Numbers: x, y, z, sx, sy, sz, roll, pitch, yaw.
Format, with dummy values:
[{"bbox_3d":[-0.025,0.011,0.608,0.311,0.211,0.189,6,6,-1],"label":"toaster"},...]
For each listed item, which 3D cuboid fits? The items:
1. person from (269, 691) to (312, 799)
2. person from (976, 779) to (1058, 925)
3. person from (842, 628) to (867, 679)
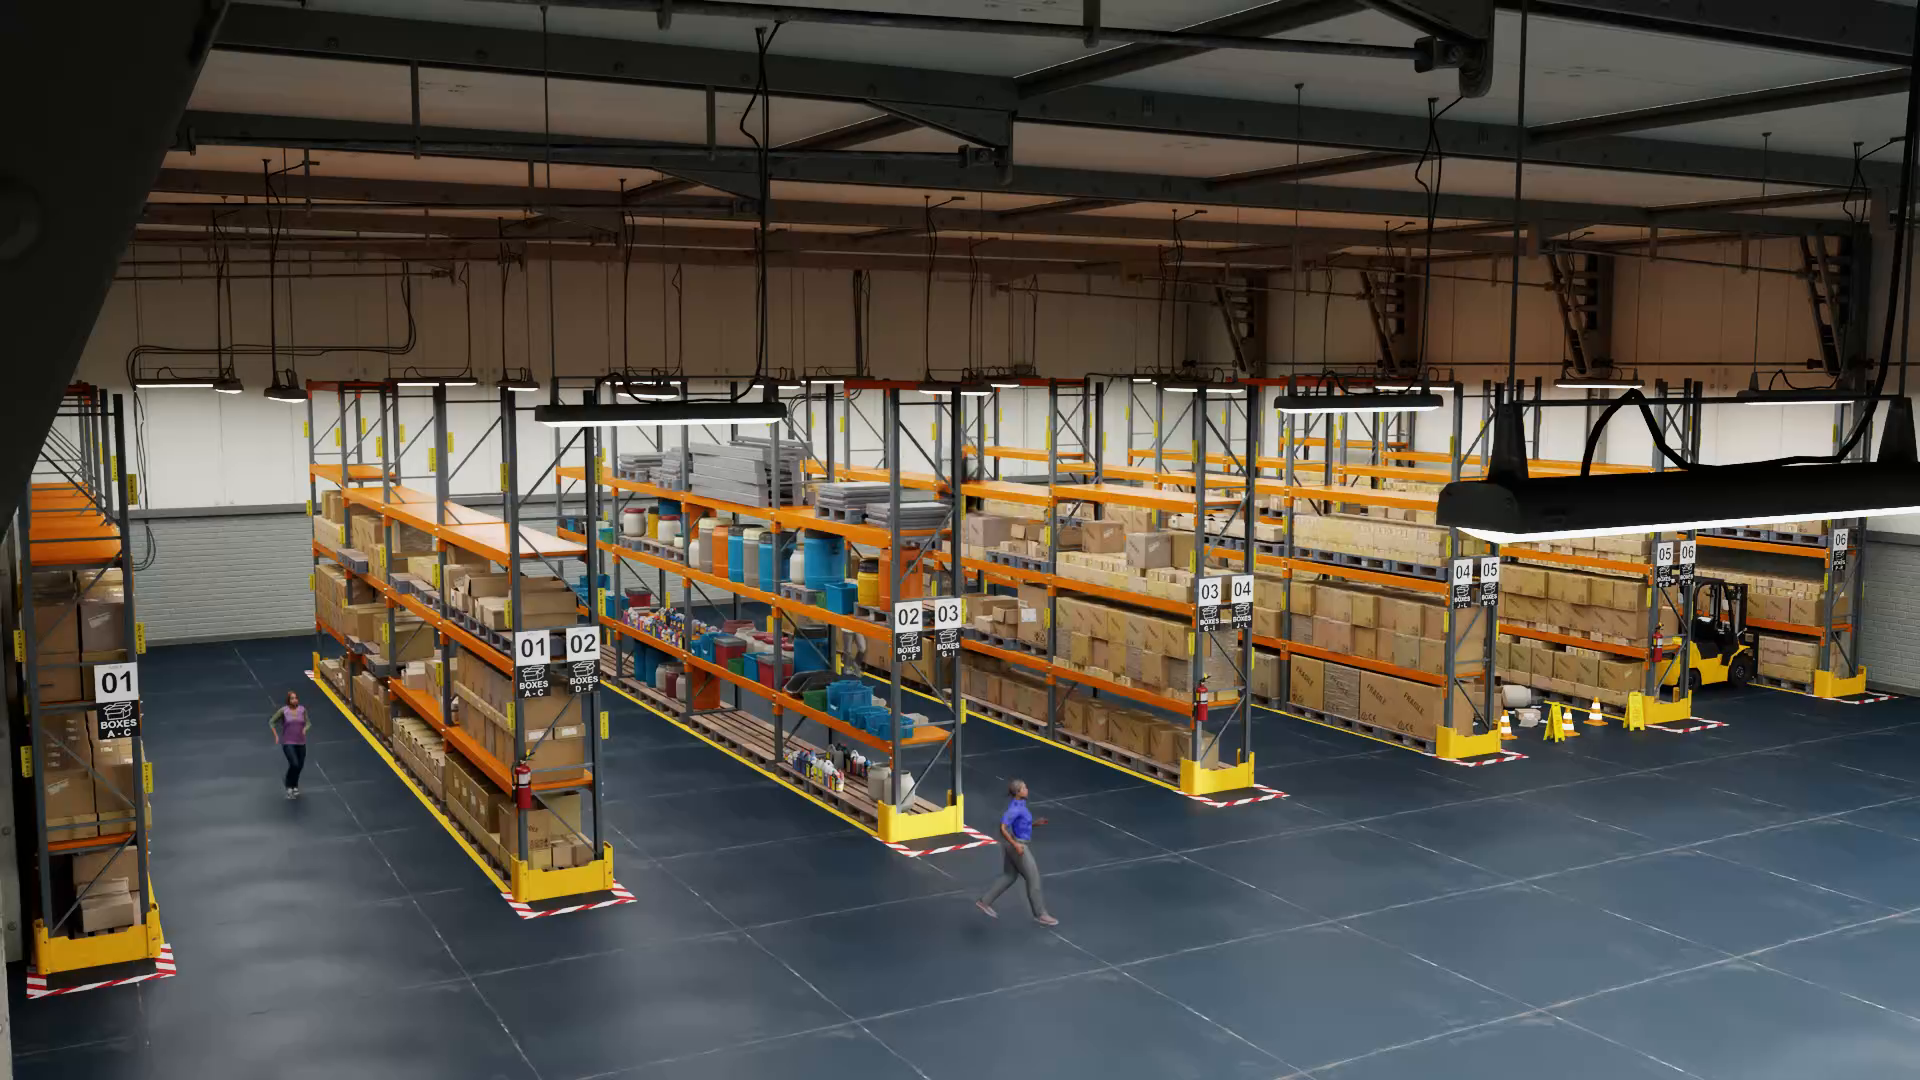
[{"bbox_3d":[-9.665,2.970,24.120,0.514,1.574,0.645,-6,8,-44],"label":"person"},{"bbox_3d":[0.644,3.503,18.688,0.929,1.658,0.570,-1,6,-7],"label":"person"},{"bbox_3d":[-2.030,1.787,32.086,0.627,1.831,0.702,-4,7,-30],"label":"person"}]
